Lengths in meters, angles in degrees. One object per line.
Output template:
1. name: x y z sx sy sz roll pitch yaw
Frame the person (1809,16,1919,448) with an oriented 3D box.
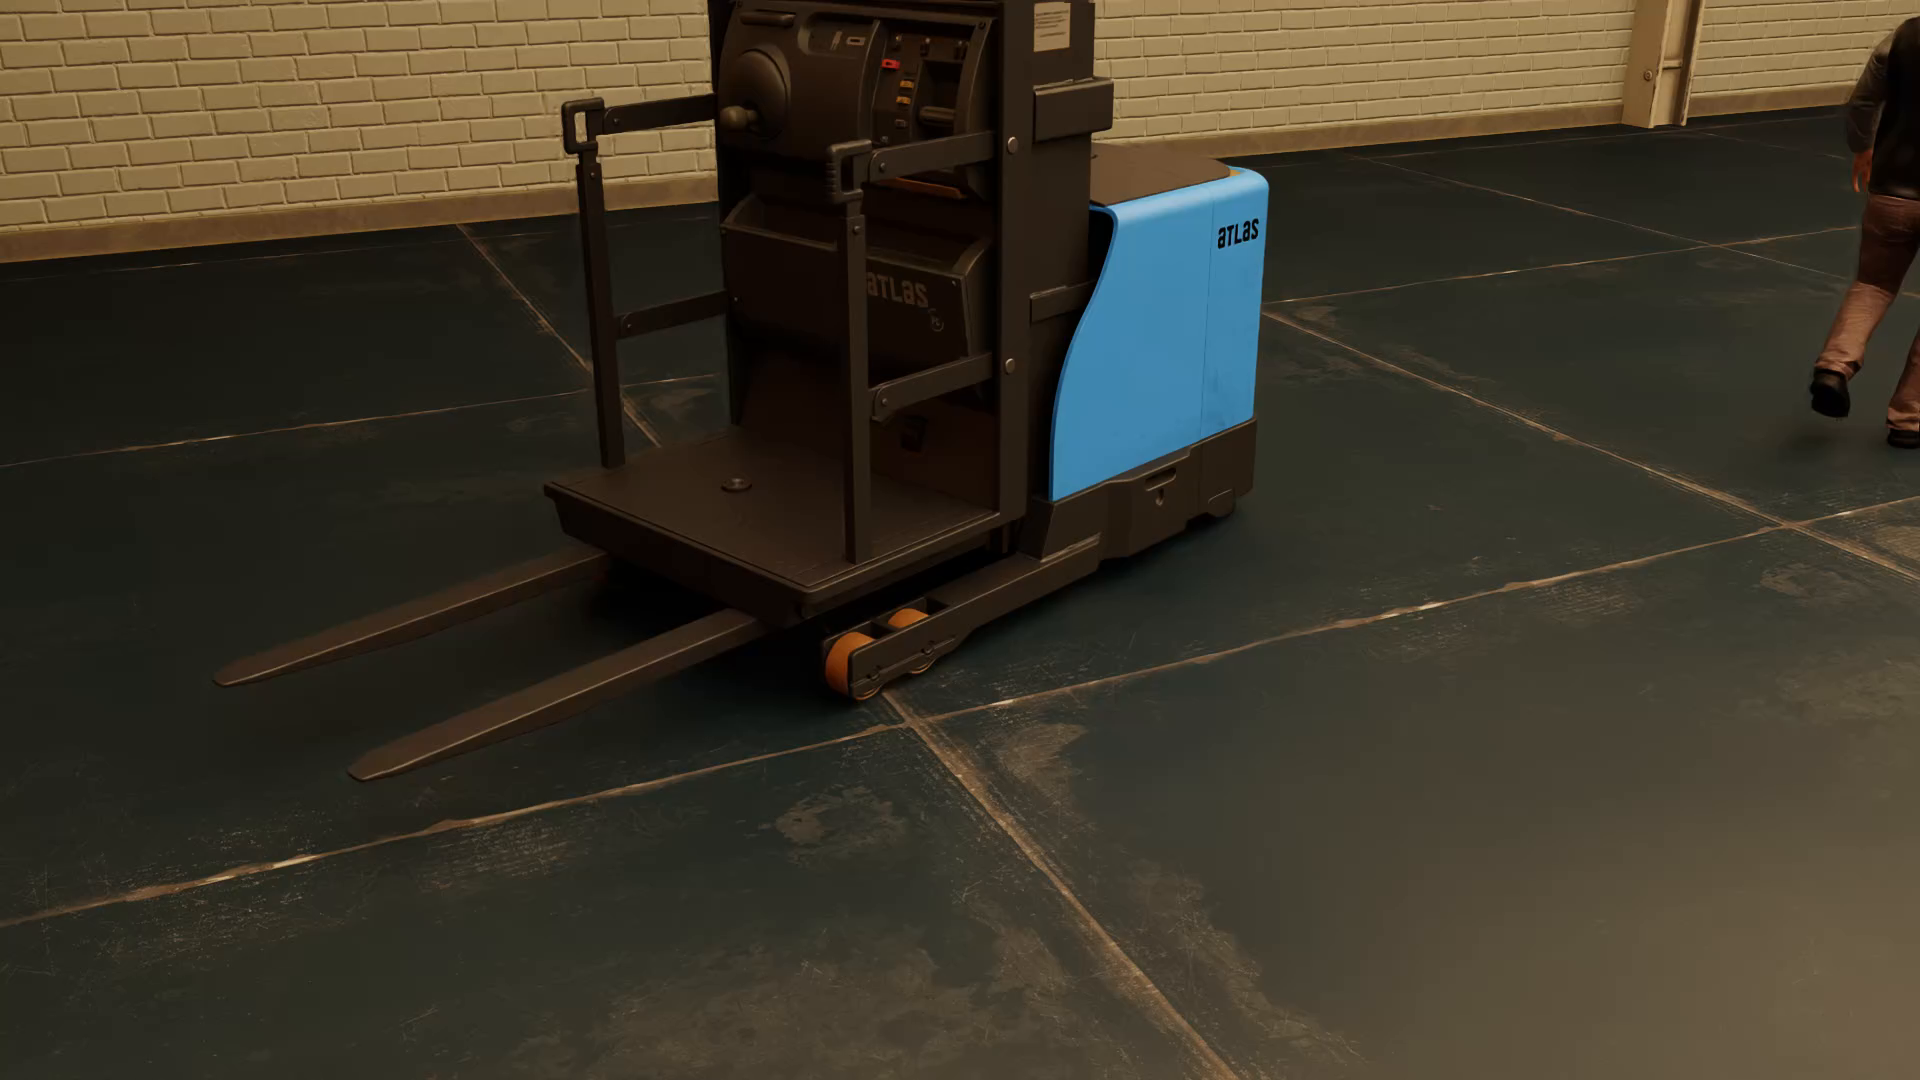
1. person: 3.305 -1.149 5.656 0.517 1.703 0.741 -17 28 -35

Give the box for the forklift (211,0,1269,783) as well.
1. forklift: -0.430 -1.175 4.115 1.130 2.935 3.031 19 29 39
